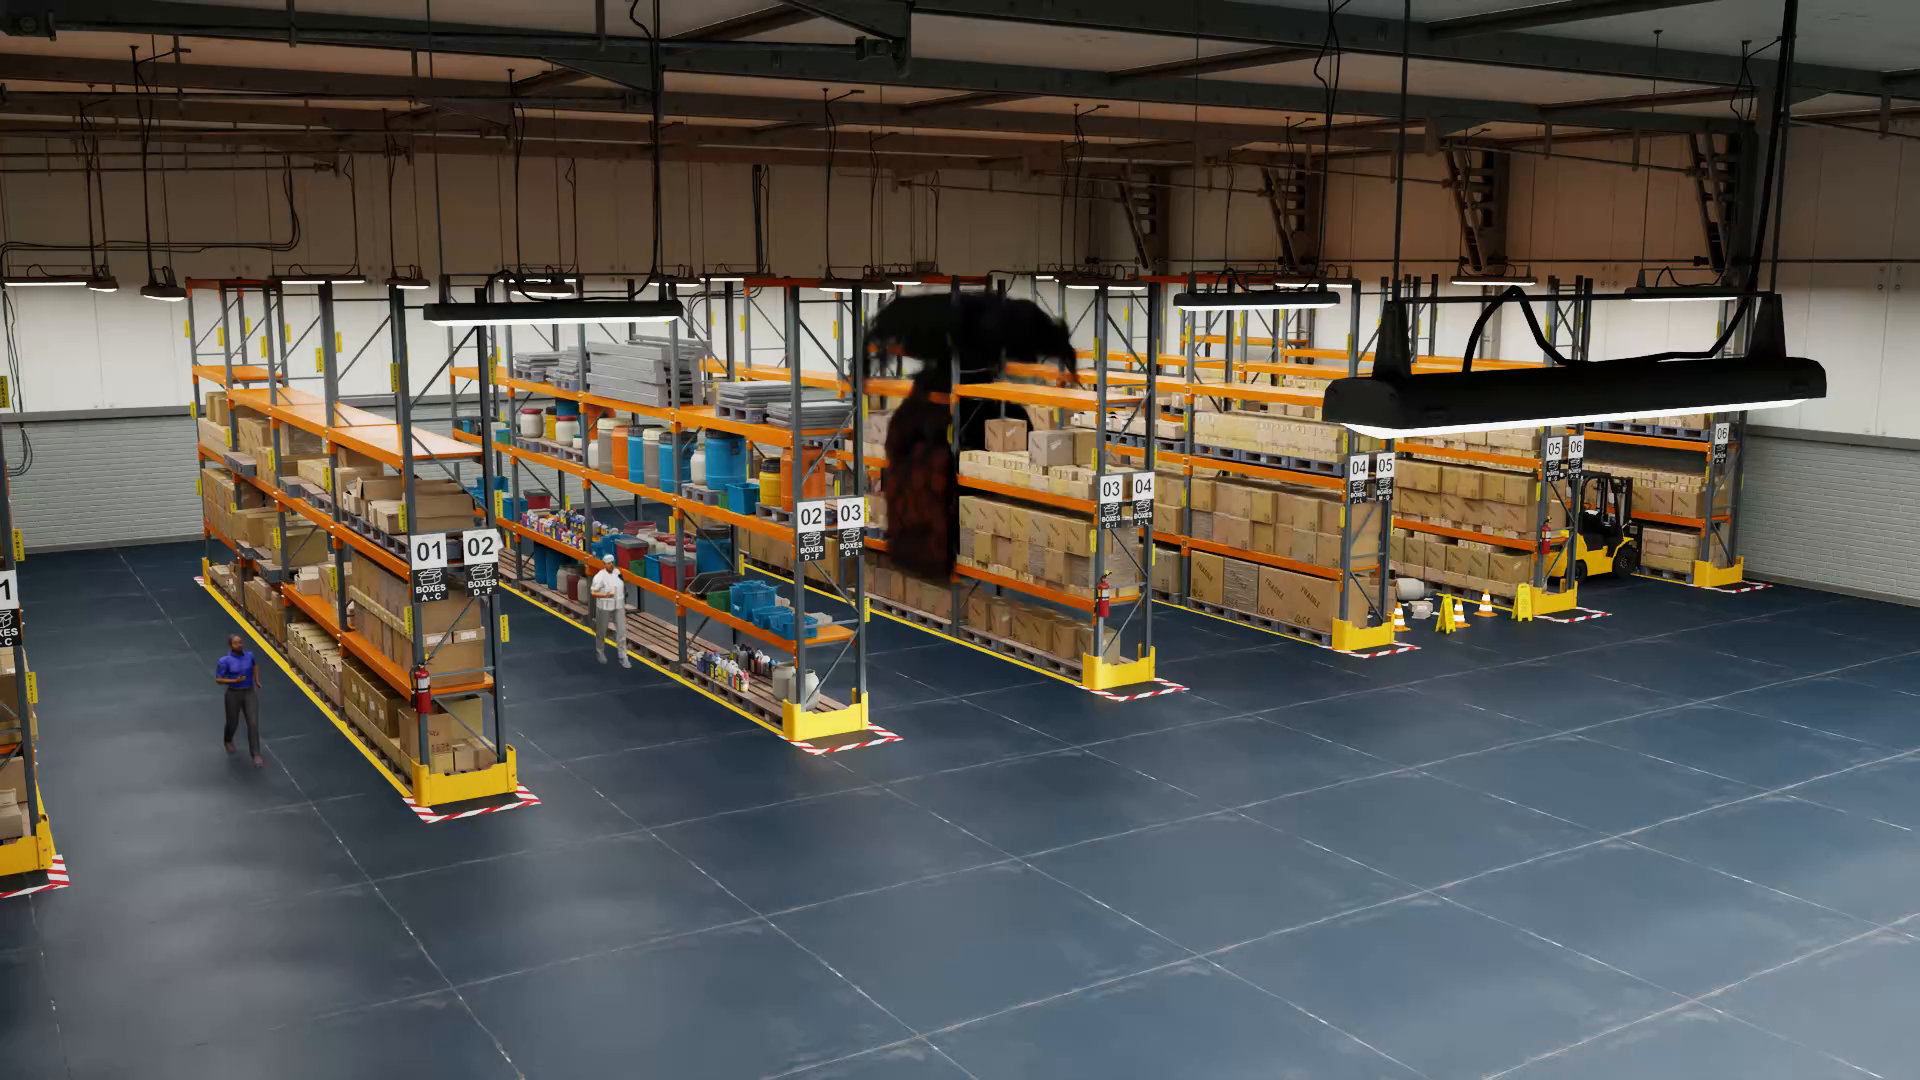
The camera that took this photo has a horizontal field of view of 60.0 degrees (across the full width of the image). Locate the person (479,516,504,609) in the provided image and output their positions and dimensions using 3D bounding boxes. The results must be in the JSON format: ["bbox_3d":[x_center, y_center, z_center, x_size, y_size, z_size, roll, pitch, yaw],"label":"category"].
[{"bbox_3d":[-8.764,0.382,30.721,0.636,1.725,0.827,-5,11,-28],"label":"person"}]

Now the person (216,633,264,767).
[{"bbox_3d":[-9.117,1.992,21.073,0.575,1.645,0.938,-8,12,-39],"label":"person"}]

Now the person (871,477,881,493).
[{"bbox_3d":[-2.041,-1.590,42.569,0.579,1.617,0.585,7,12,36],"label":"person"}]

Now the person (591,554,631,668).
[{"bbox_3d":[-5.238,1.056,24.940,0.606,1.710,0.859,-7,12,-35],"label":"person"}]
